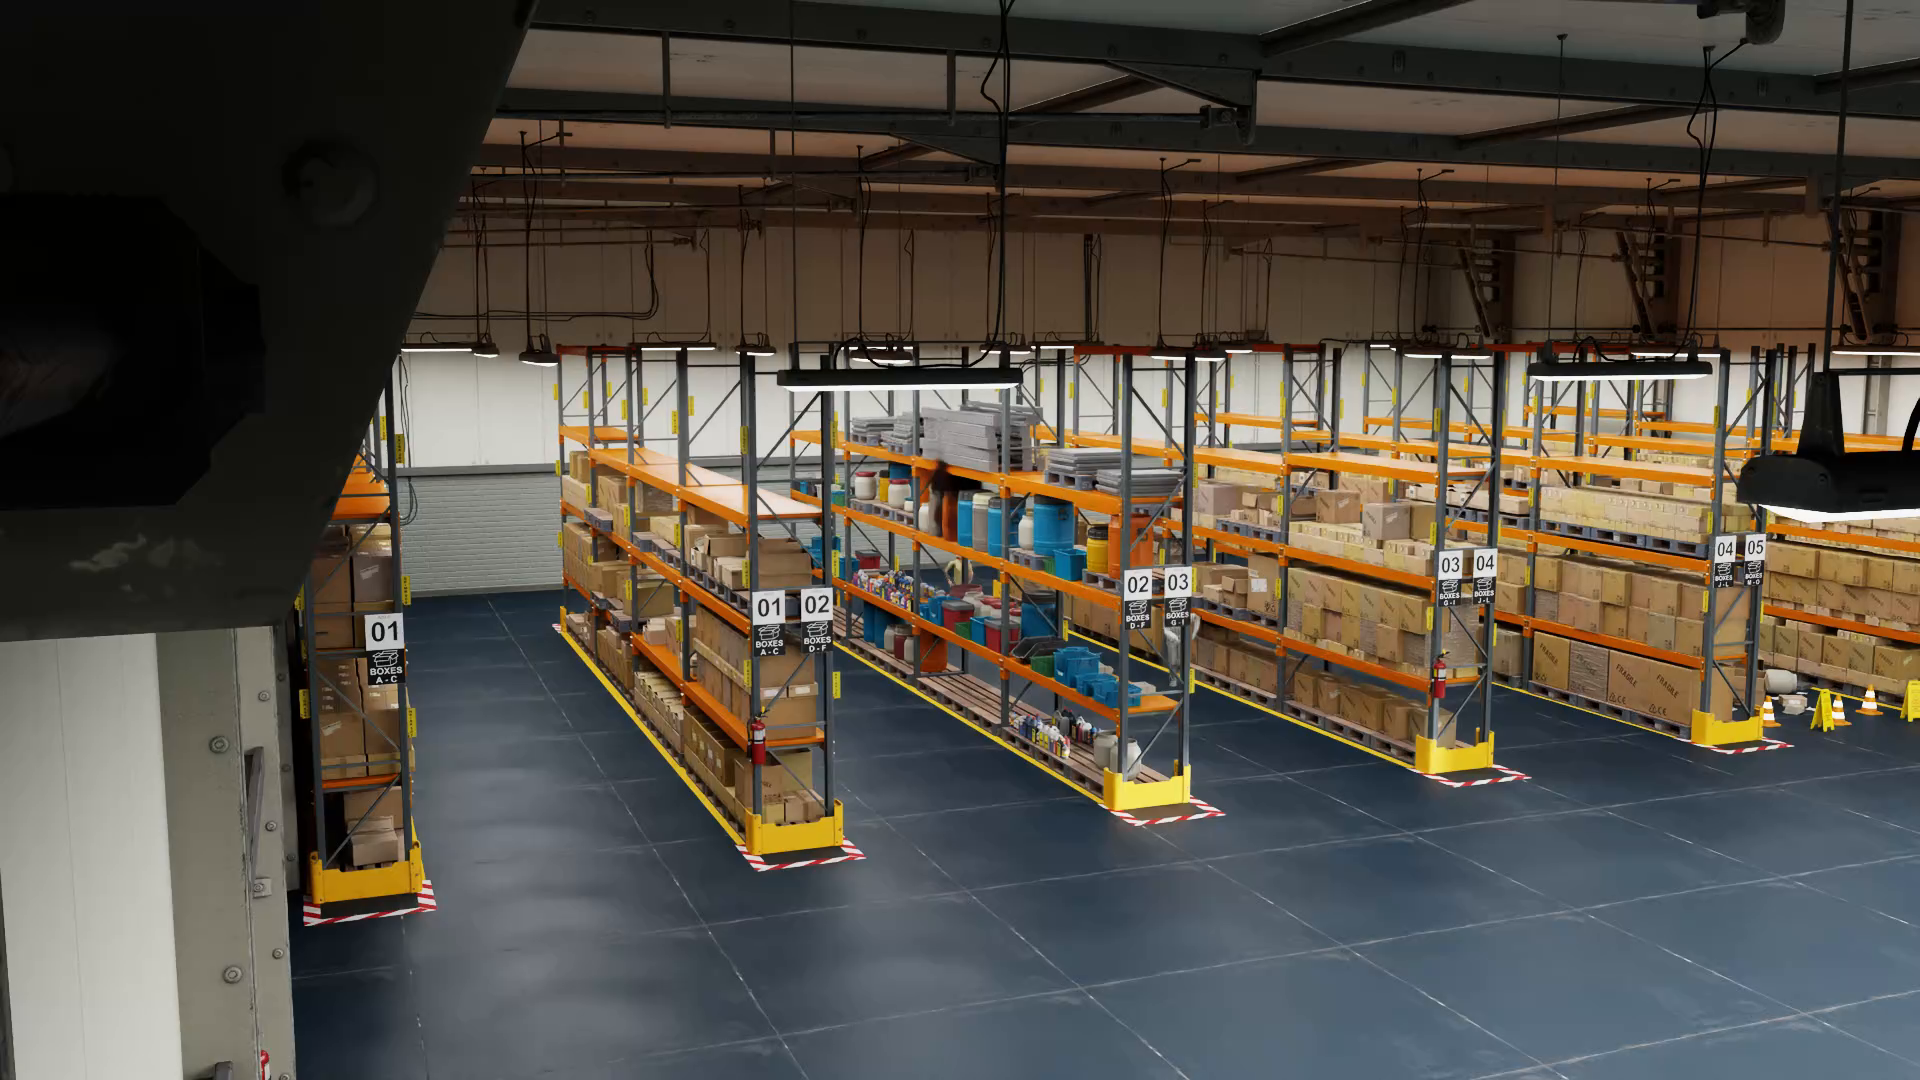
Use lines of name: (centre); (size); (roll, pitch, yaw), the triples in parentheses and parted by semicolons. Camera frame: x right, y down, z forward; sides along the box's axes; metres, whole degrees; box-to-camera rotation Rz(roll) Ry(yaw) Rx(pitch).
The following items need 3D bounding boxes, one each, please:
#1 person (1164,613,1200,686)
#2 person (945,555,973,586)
person: (3.737, 1.757, 27.995); (0.648, 1.513, 0.765); (-1, 7, -6)
person: (0.031, 1.036, 35.637); (0.578, 1.552, 0.618); (-4, 8, -26)
